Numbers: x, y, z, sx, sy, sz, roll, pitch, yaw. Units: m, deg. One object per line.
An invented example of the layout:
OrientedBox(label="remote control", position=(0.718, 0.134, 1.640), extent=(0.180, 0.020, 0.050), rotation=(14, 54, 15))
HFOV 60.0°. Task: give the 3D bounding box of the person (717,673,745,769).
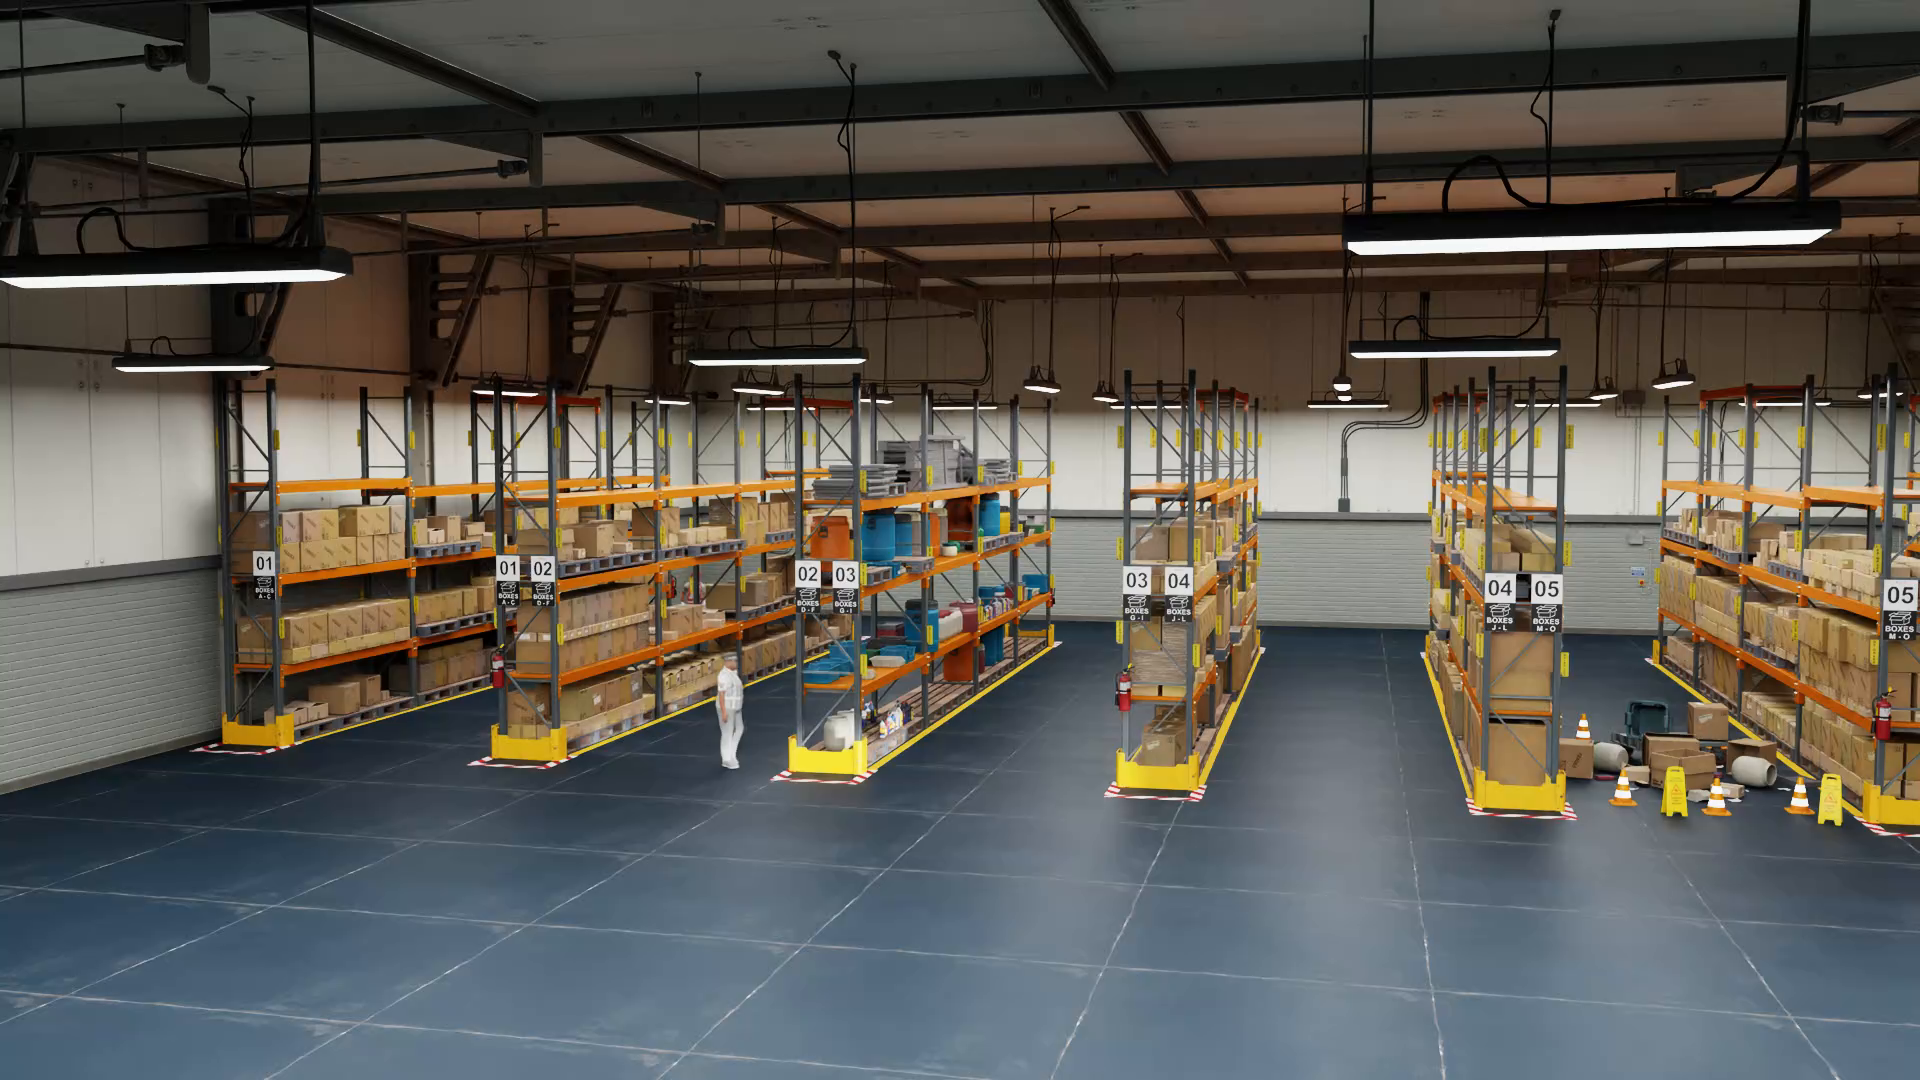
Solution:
OrientedBox(label="person", position=(-3.523, 2.805, 25.587), extent=(0.398, 1.509, 0.495), rotation=(1, 4, 13))
